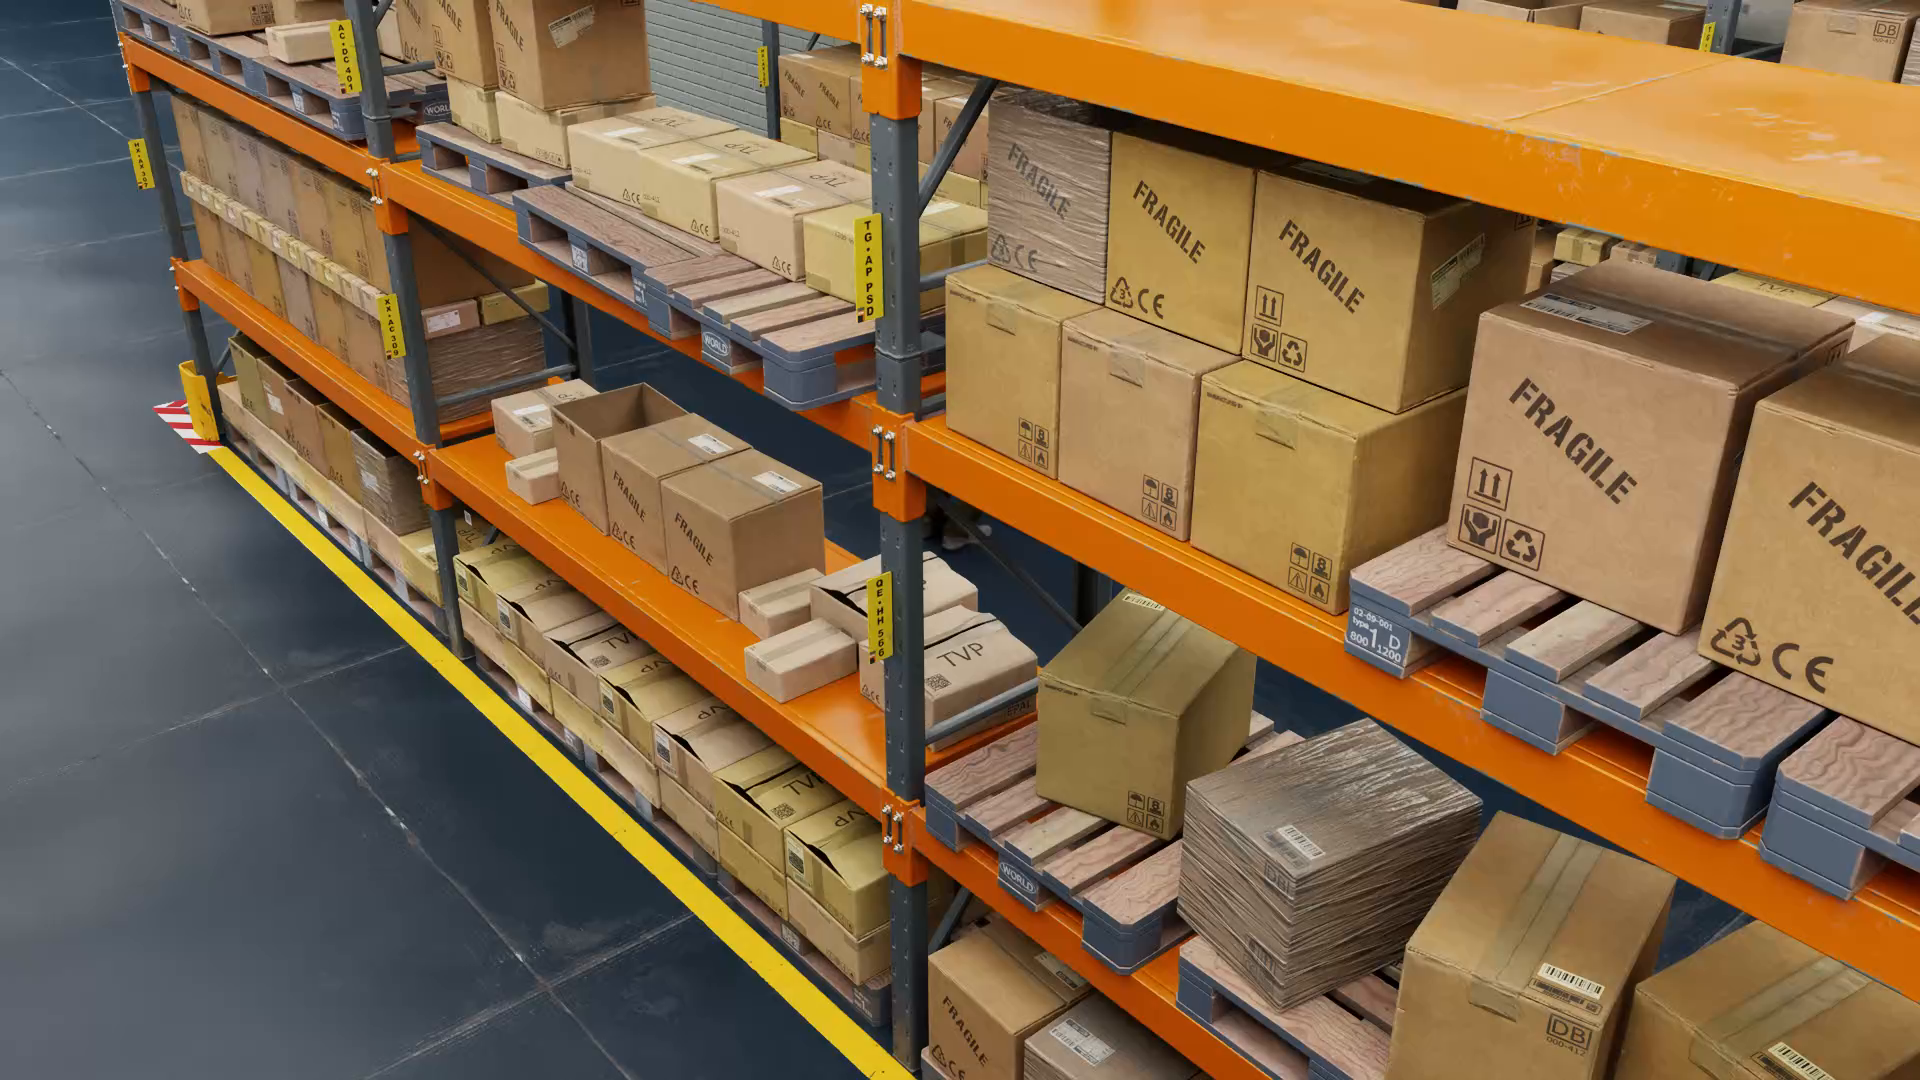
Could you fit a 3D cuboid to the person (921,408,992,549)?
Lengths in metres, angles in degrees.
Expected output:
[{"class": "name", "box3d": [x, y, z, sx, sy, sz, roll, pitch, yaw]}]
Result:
[{"class": "person", "box3d": [-0.029, -0.573, 10.372, 0.830, 1.174, 0.622, -22, 35, -35]}]
